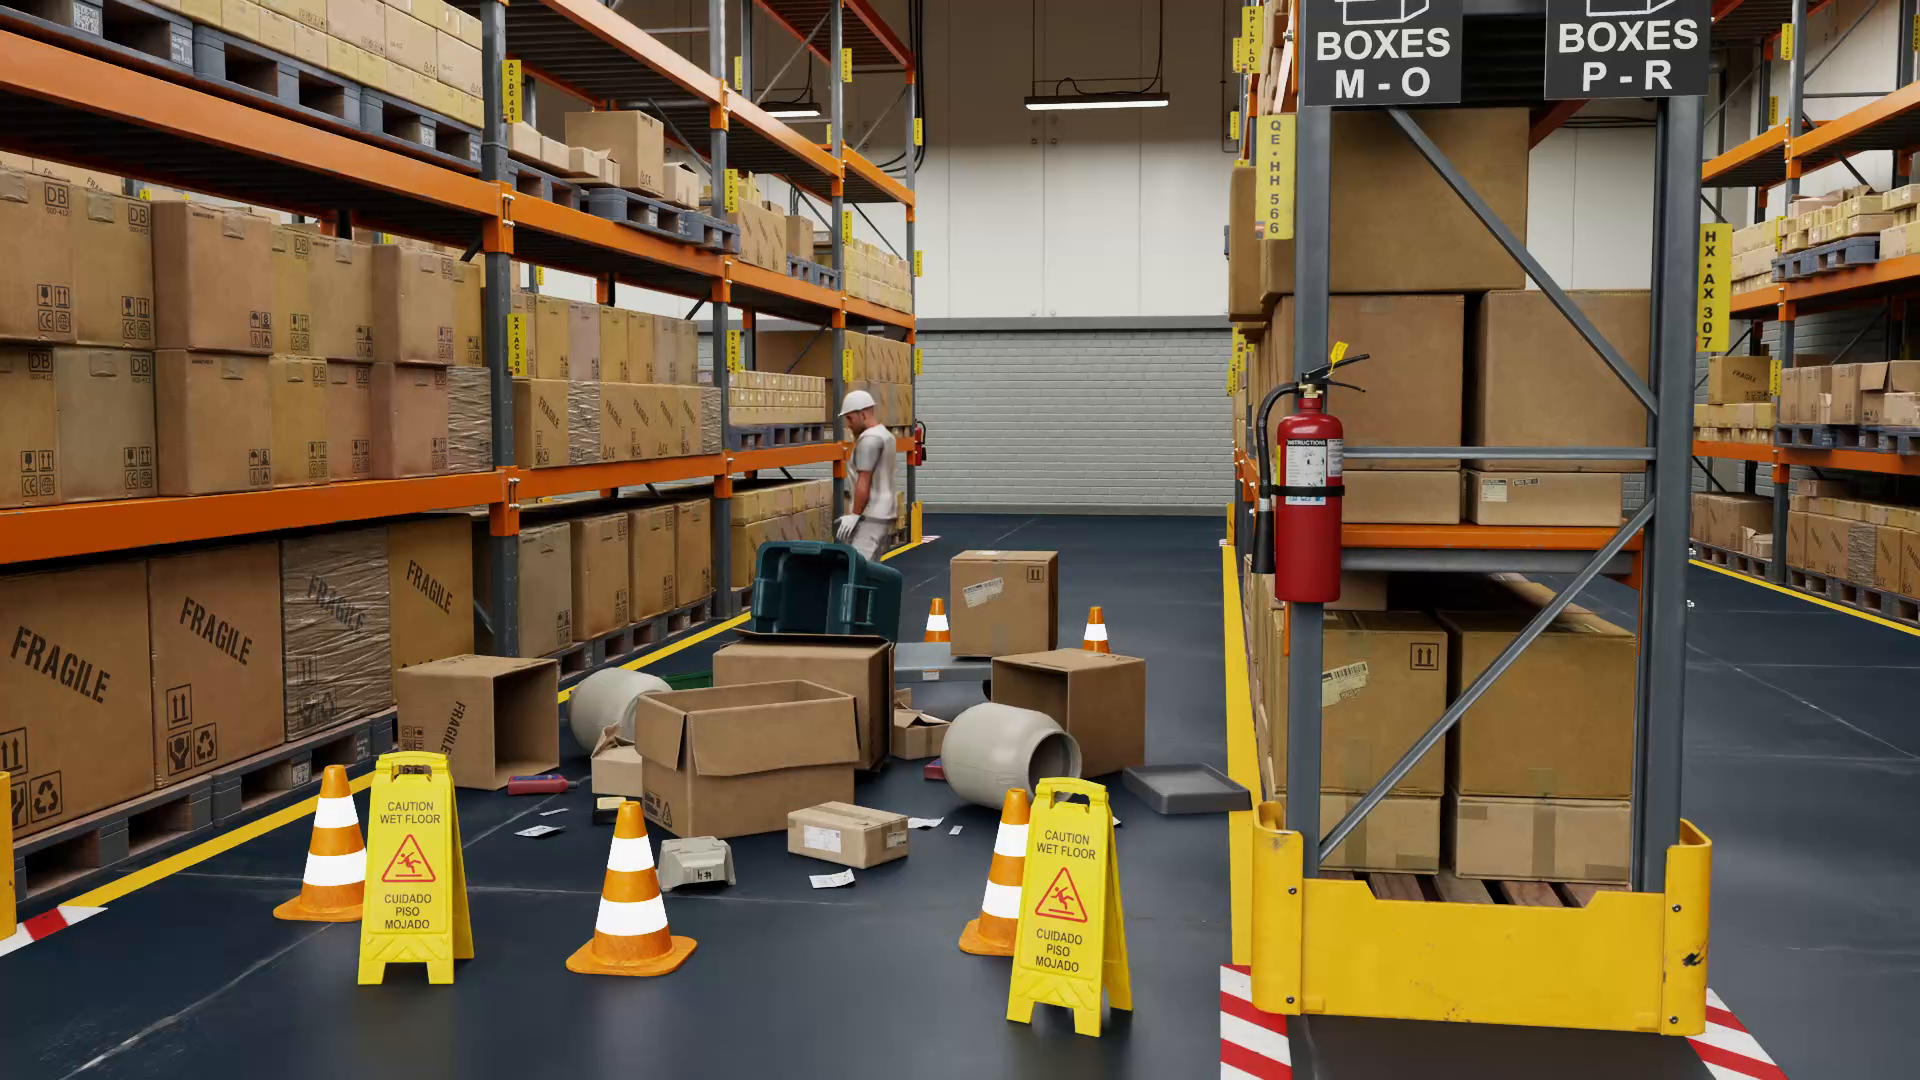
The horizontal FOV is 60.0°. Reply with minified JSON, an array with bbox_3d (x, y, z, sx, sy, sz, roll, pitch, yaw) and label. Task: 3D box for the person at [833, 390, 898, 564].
[{"bbox_3d":[-0.634,-0.127,11.245,0.400,1.763,0.534,1,4,10],"label":"person"}]
